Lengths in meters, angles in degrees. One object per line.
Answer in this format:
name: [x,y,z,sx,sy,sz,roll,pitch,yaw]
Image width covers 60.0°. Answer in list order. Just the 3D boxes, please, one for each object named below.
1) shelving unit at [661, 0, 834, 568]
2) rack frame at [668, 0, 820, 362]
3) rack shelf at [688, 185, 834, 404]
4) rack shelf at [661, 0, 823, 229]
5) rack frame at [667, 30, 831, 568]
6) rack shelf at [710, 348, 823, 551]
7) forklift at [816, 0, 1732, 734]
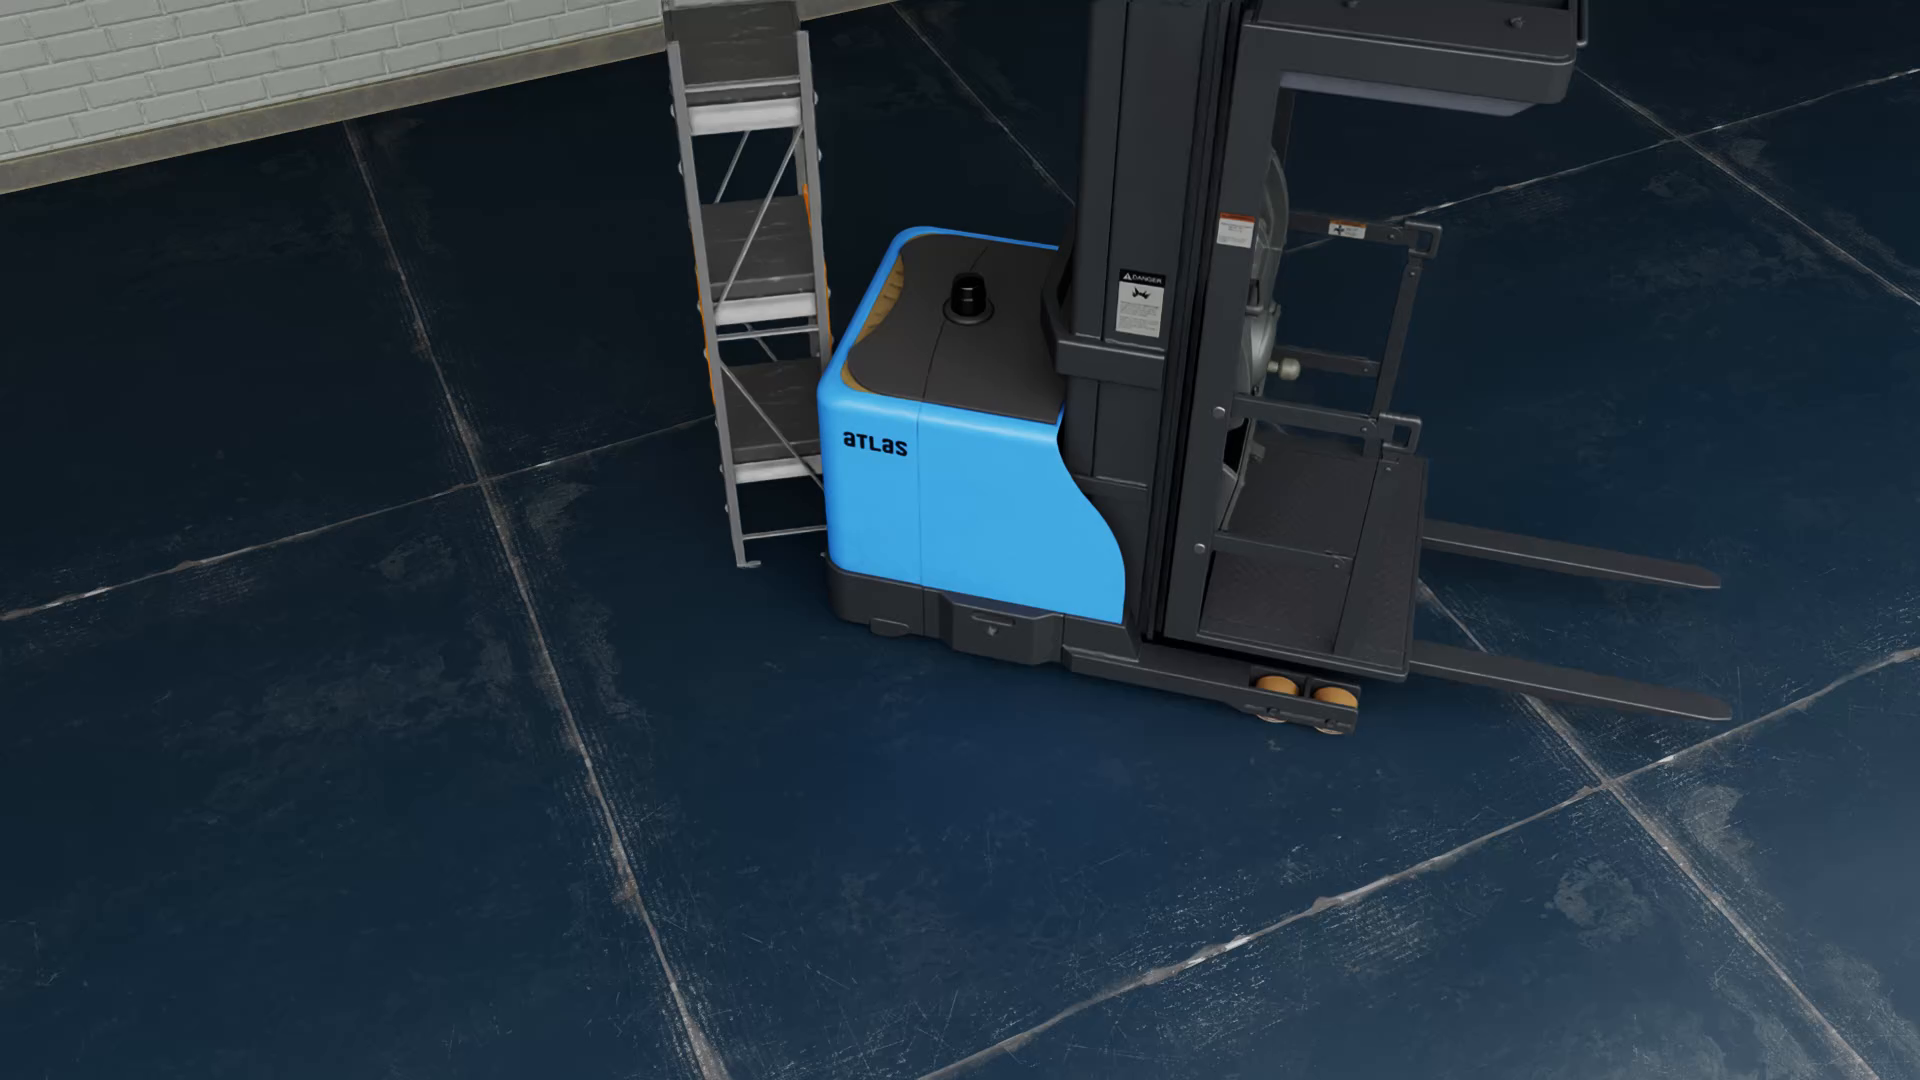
shelving unit: [-0.671,-0.843,5.609,0.431,2.100,0.503,-7,45,-7]
rack frame: [-0.714,-1.011,5.780,0.400,2.100,0.015,-7,45,-7]
rack shelf: [-0.671,-0.833,5.619,0.431,0.518,0.480,-7,45,-7]
rack shelf: [-0.671,-1.331,5.127,0.431,0.518,0.480,-7,45,-7]
rack frame: [-0.628,-0.674,5.438,0.400,2.100,0.015,-7,45,-7]
rack shelf: [-0.671,-0.335,6.110,0.431,0.518,0.480,-7,45,-7]
forklift: [1.106,-0.807,4.981,3.031,2.935,1.130,11,46,11]
